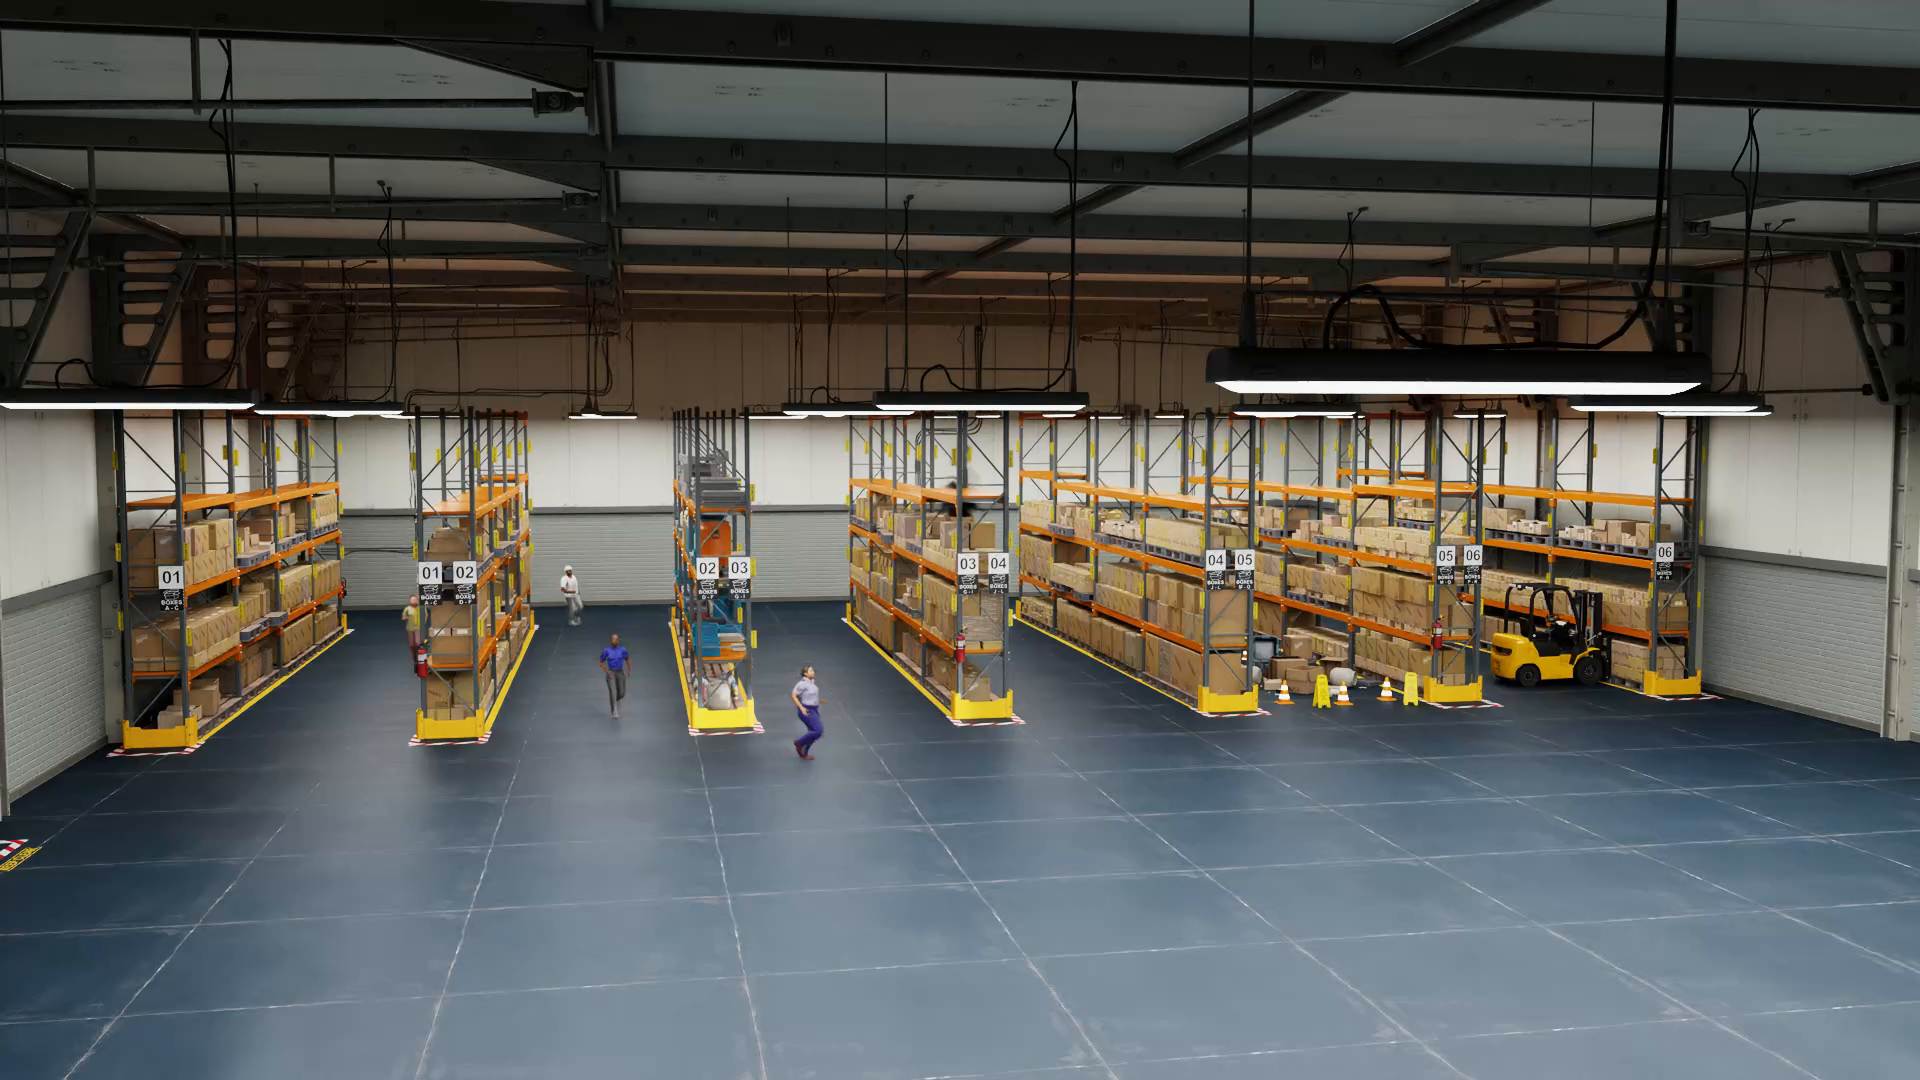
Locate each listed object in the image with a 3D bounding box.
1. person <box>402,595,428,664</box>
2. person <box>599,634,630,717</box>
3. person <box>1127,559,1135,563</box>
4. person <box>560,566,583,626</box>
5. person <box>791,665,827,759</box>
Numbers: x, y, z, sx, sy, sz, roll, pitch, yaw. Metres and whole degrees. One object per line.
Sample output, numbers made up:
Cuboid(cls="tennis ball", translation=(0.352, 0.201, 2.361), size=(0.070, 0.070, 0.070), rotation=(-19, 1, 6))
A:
Cuboid(cls="person", translation=(-12.718, 2.129, 38.777), size=(0.559, 1.716, 0.698), rotation=(-1, 4, -10))
Cuboid(cls="person", translation=(-6.710, 2.626, 32.321), size=(0.621, 1.595, 0.576), rotation=(-2, 4, -24))
Cuboid(cls="person", translation=(5.338, 1.339, 50.603), size=(0.763, 1.594, 0.520), rotation=(0, 4, 1))
Cuboid(cls="person", translation=(-10.841, 1.558, 46.415), size=(0.601, 1.712, 0.707), rotation=(3, 5, 38))
Cuboid(cls="person", translation=(-2.519, 2.920, 28.145), size=(0.537, 1.606, 0.606), rotation=(1, 4, 13))
